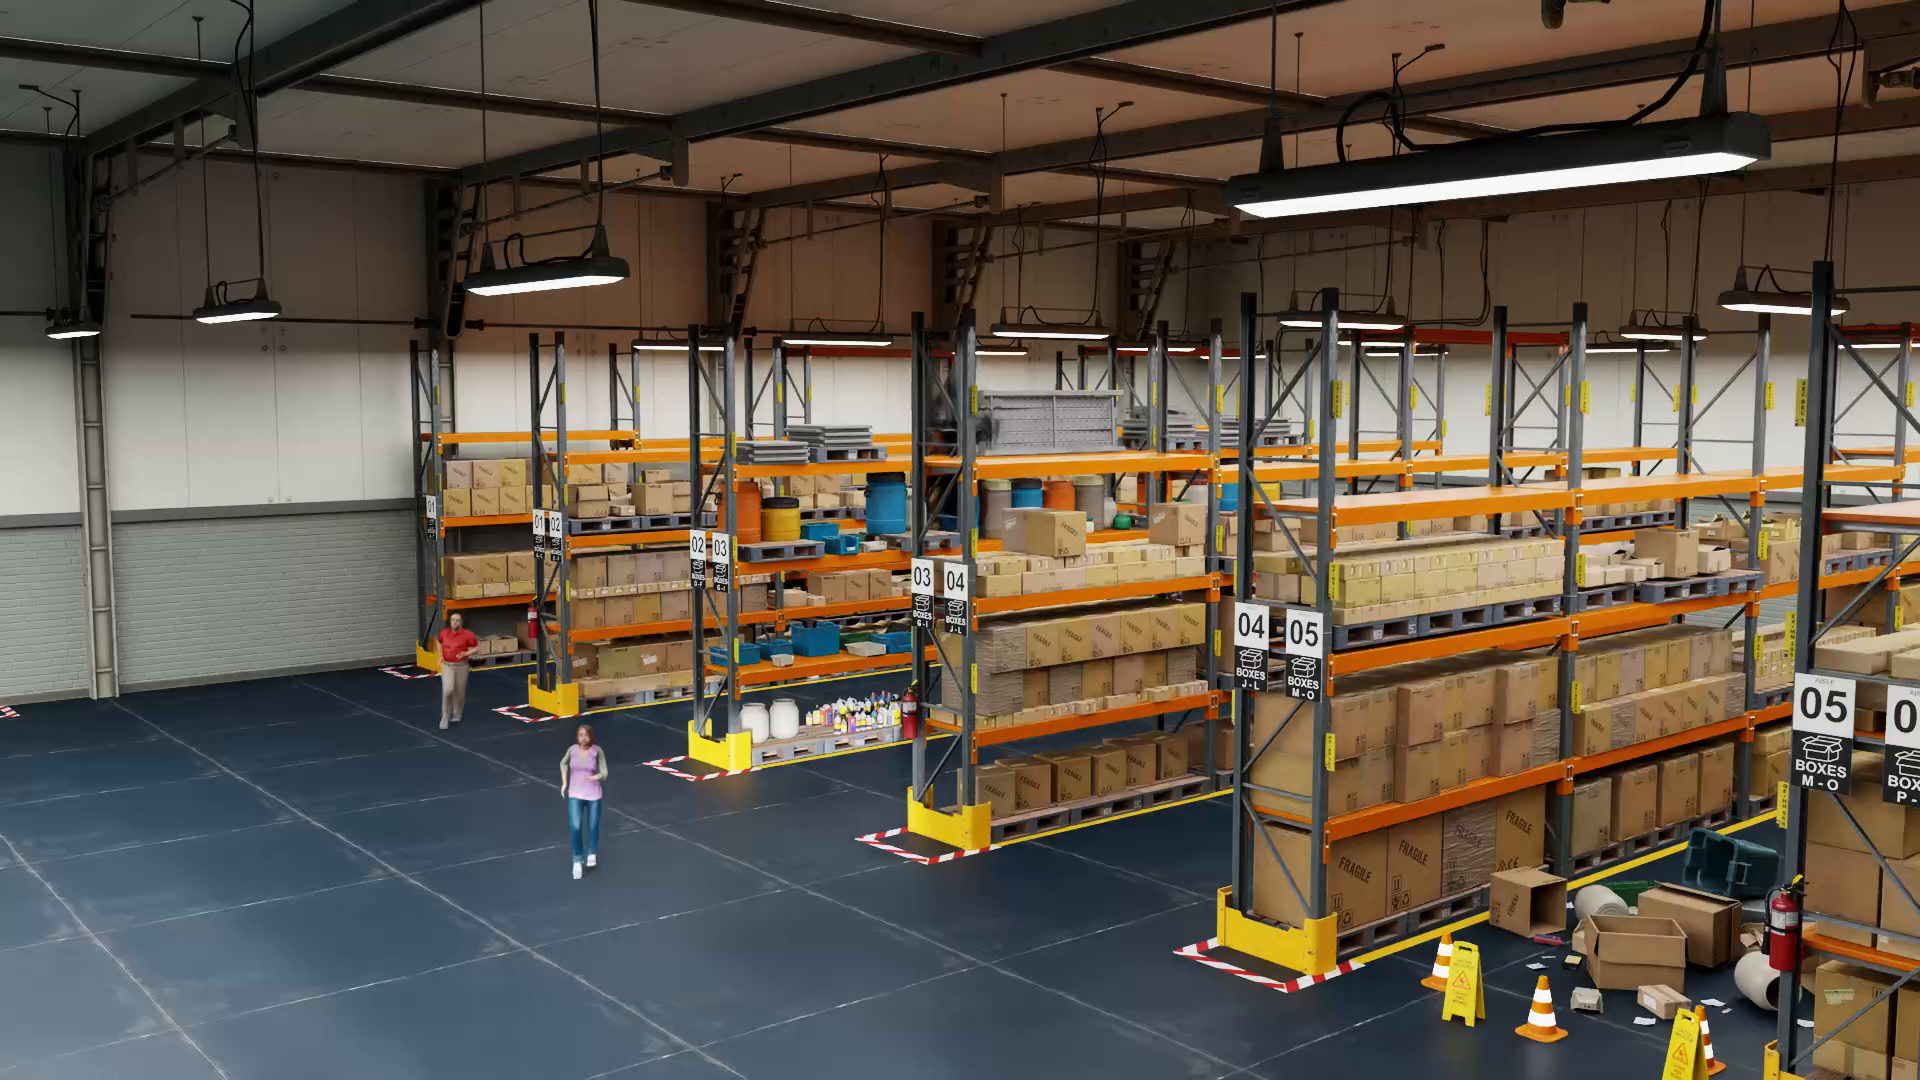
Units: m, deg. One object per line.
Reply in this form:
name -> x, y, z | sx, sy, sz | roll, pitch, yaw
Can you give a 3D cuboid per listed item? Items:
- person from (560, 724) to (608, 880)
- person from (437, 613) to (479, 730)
person -> -3.967, 2.749, 17.557 | 0.505, 1.618, 0.691 | -1, 5, -10
person -> -7.627, 1.974, 25.256 | 0.645, 1.742, 0.729 | -1, 5, -11
